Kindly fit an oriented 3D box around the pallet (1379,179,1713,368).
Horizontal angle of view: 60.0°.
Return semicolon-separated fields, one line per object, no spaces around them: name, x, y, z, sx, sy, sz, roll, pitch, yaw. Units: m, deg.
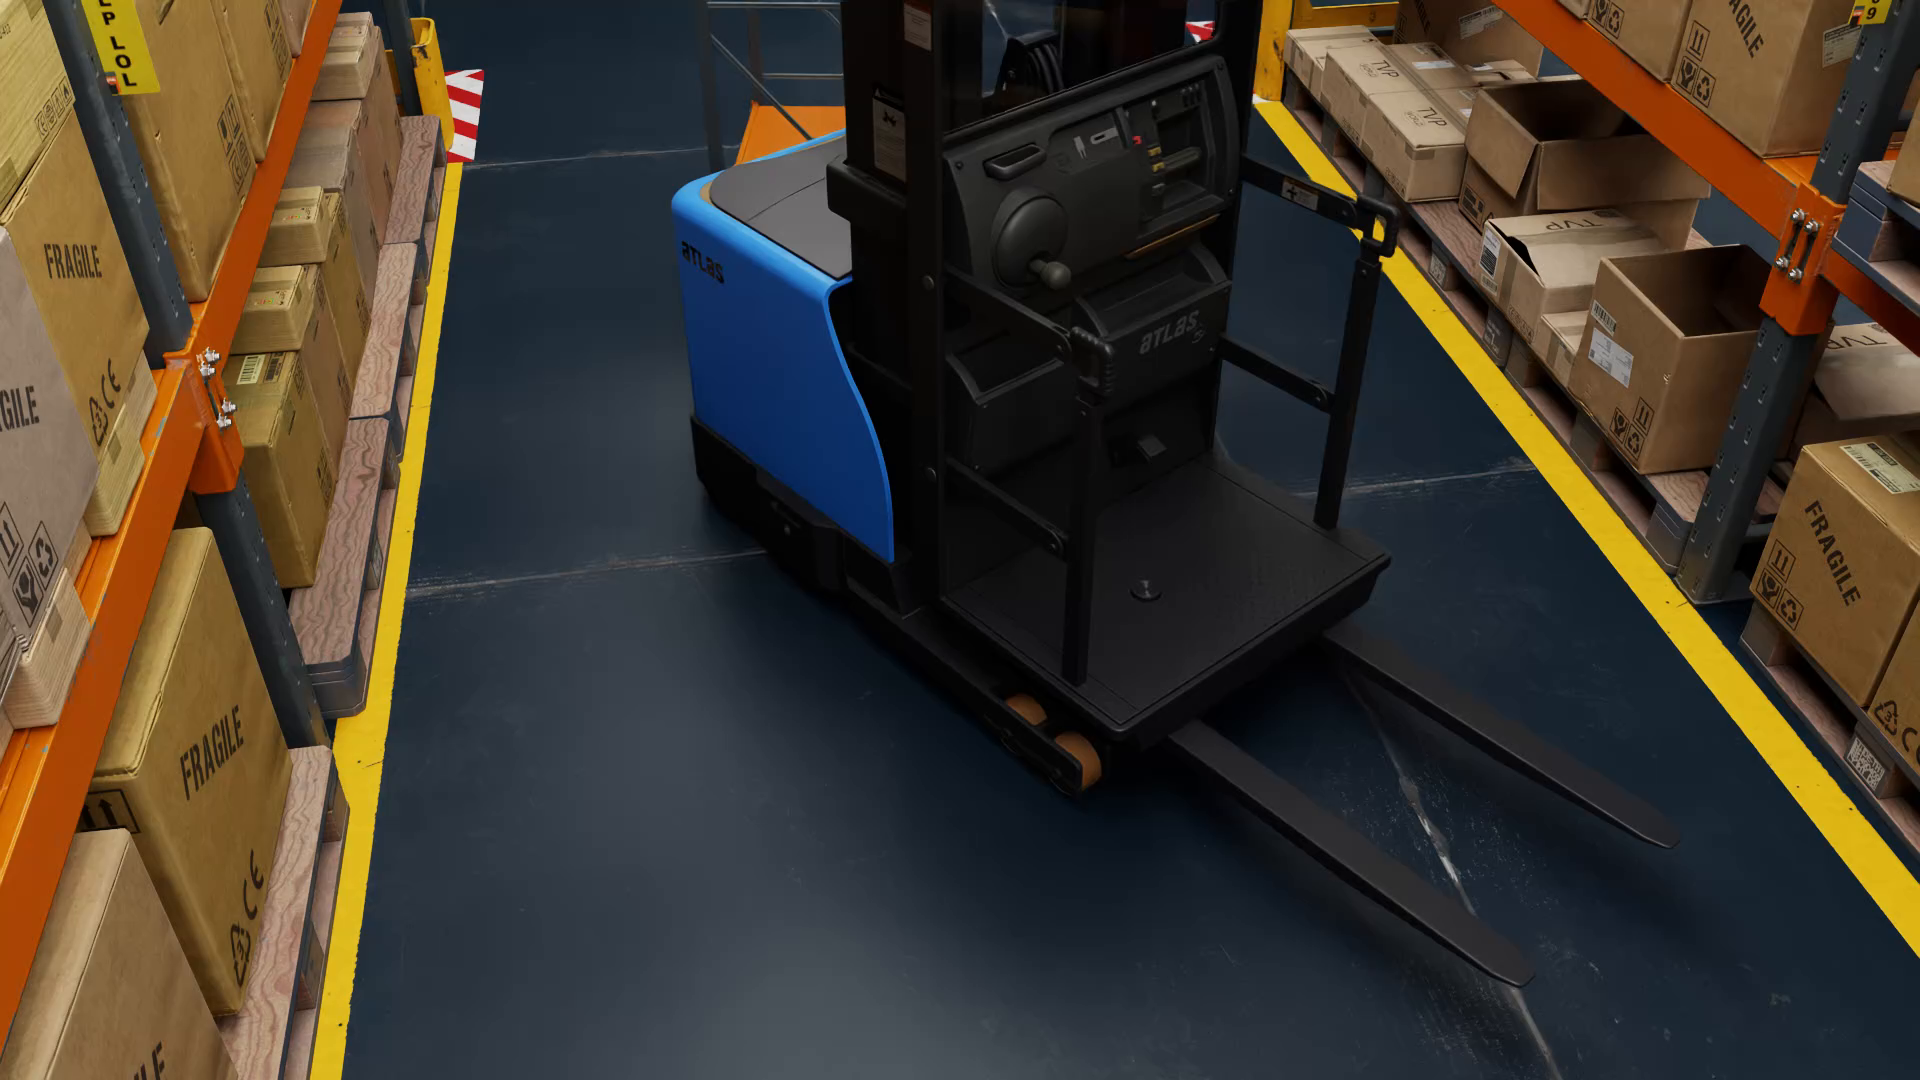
pallet;2.345;-1.124;6.526;1.003;0.211;1.213;-6;38;-8

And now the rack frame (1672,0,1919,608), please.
rack frame;2.682;-1.072;4.185;1.000;3.000;0.127;-6;38;-8

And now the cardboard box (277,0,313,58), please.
cardboard box;-2.533;-1.865;4.961;0.980;0.700;0.700;-8;39;-10

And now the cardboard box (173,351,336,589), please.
cardboard box;-2.224;-0.179;4.730;0.700;0.500;0.500;-6;38;-7

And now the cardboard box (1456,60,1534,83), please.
cardboard box;2.301;-1.987;7.314;0.380;0.166;0.250;-6;38;-8

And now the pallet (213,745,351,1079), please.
pallet;-1.985;1.022;3.763;1.003;0.211;1.213;-6;38;-8

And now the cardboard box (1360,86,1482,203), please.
cardboard box;1.972;-1.613;6.764;0.500;0.250;0.500;-6;38;-8

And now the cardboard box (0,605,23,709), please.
cardboard box;-1.686;0.161;2.258;0.500;0.500;0.500;-6;38;-8

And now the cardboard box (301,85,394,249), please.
cardboard box;-2.587;-1.418;6.325;0.700;0.500;0.500;-6;38;-8

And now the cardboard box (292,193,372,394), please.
cardboard box;-2.397;-0.793;5.521;0.700;0.500;0.500;-5;38;-7

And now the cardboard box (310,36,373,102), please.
cardboard box;-2.427;-1.764;6.242;0.380;0.149;0.250;-5;38;-7

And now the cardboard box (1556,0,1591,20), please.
cardboard box;2.158;-2.008;5.308;0.500;0.500;0.500;-5;38;-7

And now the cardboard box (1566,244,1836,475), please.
cardboard box;2.303;-0.573;5.221;0.500;0.500;0.500;-6;38;-8

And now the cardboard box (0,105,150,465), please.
cardboard box;-1.865;-0.451;3.045;0.500;0.500;0.500;-7;38;-9

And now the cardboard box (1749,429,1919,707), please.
cardboard box;2.527;0.059;4.408;0.500;0.500;0.500;-8;39;-10

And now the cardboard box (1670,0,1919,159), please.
cardboard box;2.342;-1.386;4.508;0.500;0.500;0.500;-6;38;-7

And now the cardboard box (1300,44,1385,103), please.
cardboard box;1.760;-2.102;7.462;0.380;0.166;0.250;-6;38;-8

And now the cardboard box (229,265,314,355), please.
cardboard box;-2.105;-0.661;4.823;0.380;0.149;0.250;-5;38;-6

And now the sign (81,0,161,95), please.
sign;-1.662;-1.028;3.248;0.100;0.325;0.005;-6;38;-8

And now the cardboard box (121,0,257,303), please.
cardboard box;-2.273;-0.985;3.829;0.980;0.700;0.700;-6;38;-7

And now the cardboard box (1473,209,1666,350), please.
cardboard box;2.171;-0.951;5.862;0.500;0.311;0.500;-6;38;-8

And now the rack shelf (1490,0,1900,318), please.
rack shelf;2.331;-1.996;5.961;1.077;0.370;4.000;-6;38;-8

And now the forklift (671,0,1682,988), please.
forklift;0.487;-0.840;3.943;1.130;2.935;3.031;-28;46;-31

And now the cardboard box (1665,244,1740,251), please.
cardboard box;2.660;-0.925;5.947;0.380;0.166;0.250;-6;38;-8

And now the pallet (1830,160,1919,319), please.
pallet;2.715;-0.502;3.608;1.003;0.211;1.213;-6;38;-8

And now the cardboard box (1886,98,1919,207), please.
cardboard box;2.545;-0.968;3.627;0.700;0.500;0.500;-19;42;-23

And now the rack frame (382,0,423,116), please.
rack frame;-2.896;-2.953;6.607;1.000;3.000;0.127;-6;38;-8

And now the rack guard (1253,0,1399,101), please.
rack guard;1.994;-2.455;8.003;1.175;0.500;0.348;-6;38;-8

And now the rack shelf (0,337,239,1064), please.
rack shelf;-1.844;0.955;2.163;1.077;0.370;4.000;-6;38;-8

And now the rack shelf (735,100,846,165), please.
rack shelf;-0.548;-1.290;5.981;0.538;0.185;1.000;1;38;1

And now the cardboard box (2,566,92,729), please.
cardboard box;-1.684;0.192;2.746;0.380;0.149;0.250;-6;38;-8

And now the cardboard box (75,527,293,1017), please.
cardboard box;-1.952;0.524;3.540;0.750;0.750;0.750;-6;38;-7

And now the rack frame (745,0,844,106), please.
rack frame;-0.536;-1.744;6.272;0.500;1.500;0.032;1;38;1

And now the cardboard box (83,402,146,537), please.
cardboard box;-1.789;-0.122;3.151;0.380;0.149;0.250;-6;38;-7

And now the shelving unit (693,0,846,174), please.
shelving unit;-0.548;-1.437;5.878;0.587;1.500;1.083;1;38;1

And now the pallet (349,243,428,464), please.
pallet;-2.468;-0.642;5.905;1.003;0.211;1.213;-6;38;-8
